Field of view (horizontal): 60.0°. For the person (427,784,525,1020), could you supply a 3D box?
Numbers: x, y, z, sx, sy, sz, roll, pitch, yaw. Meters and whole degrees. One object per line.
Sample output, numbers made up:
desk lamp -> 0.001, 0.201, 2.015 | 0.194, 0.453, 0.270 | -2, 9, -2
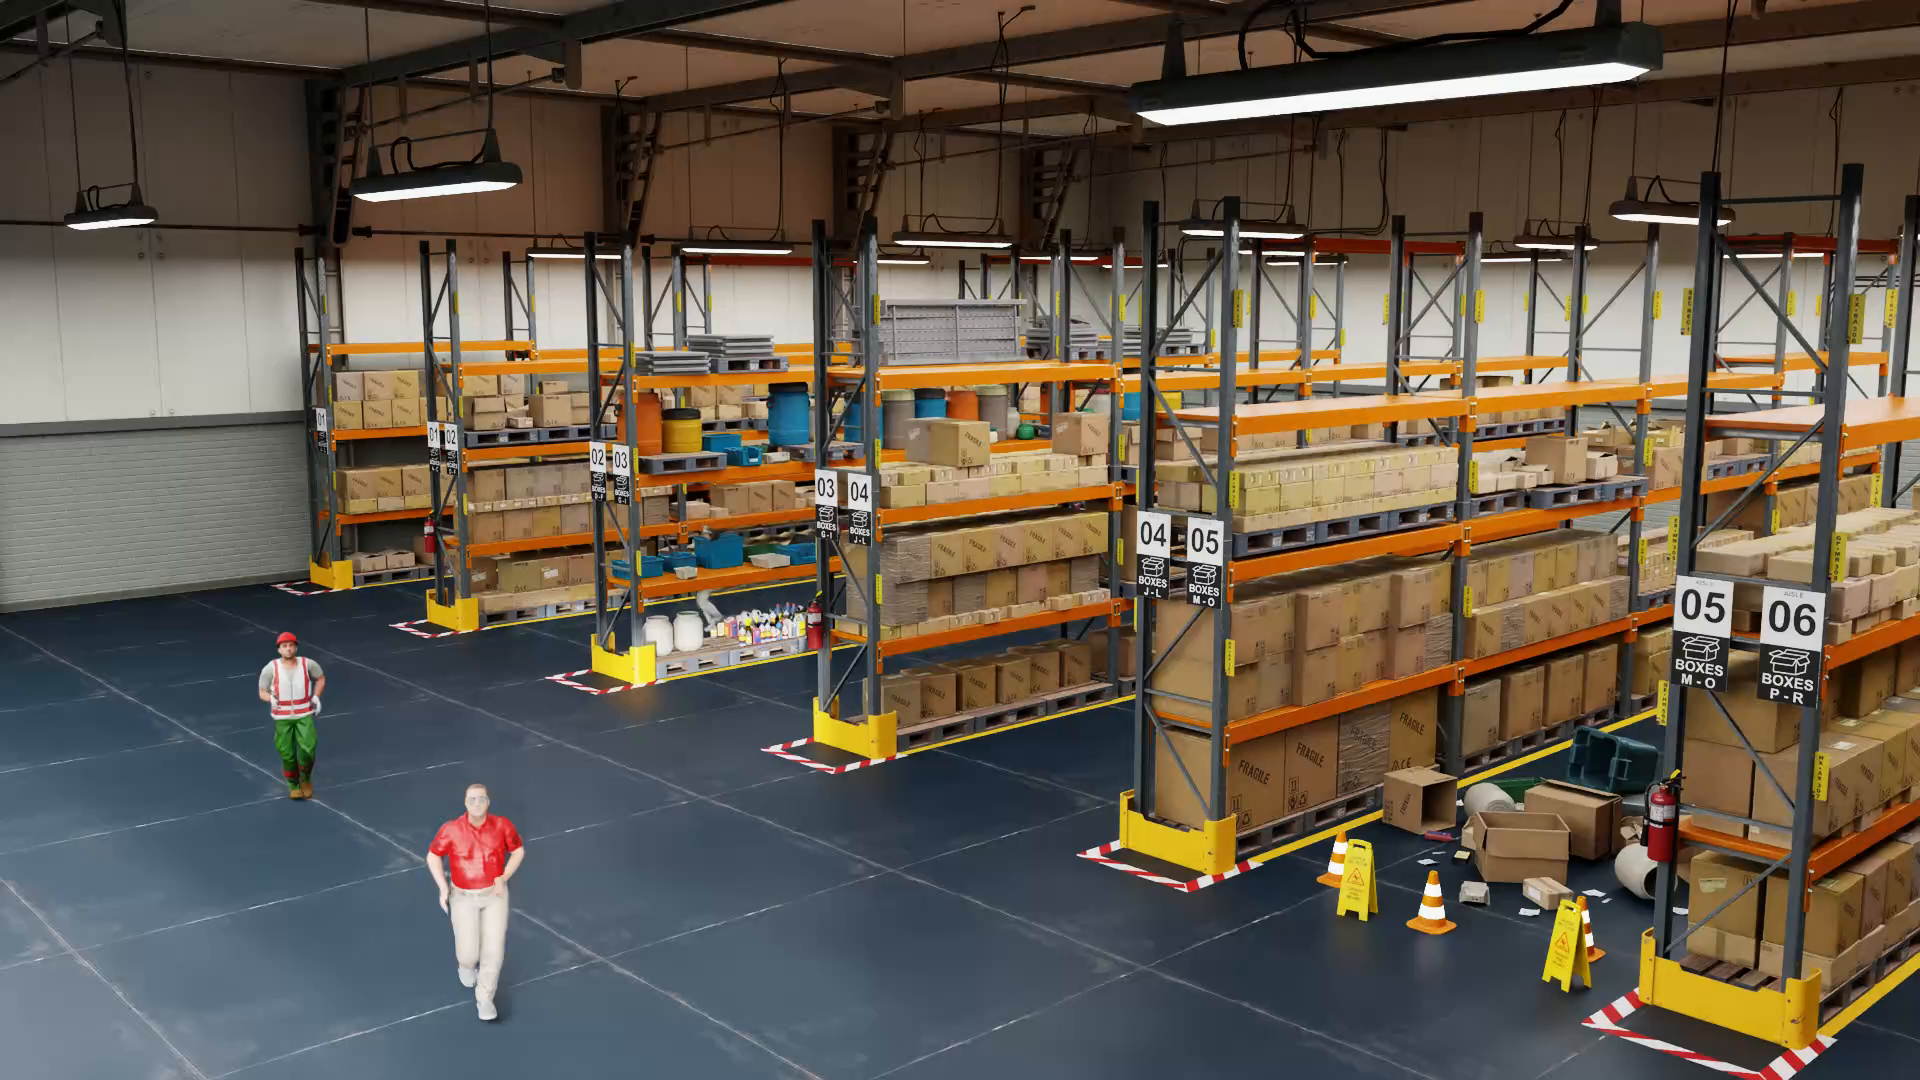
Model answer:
person -> -3.488, 2.582, 12.062 | 0.679, 1.678, 0.619 | -3, 9, -22

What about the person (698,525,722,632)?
person -> -3.896, 0.598, 25.452 | 0.624, 1.656, 0.537 | 7, 11, 38

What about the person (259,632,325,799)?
person -> -6.779, 1.816, 16.934 | 0.639, 1.756, 0.600 | -4, 9, -23
